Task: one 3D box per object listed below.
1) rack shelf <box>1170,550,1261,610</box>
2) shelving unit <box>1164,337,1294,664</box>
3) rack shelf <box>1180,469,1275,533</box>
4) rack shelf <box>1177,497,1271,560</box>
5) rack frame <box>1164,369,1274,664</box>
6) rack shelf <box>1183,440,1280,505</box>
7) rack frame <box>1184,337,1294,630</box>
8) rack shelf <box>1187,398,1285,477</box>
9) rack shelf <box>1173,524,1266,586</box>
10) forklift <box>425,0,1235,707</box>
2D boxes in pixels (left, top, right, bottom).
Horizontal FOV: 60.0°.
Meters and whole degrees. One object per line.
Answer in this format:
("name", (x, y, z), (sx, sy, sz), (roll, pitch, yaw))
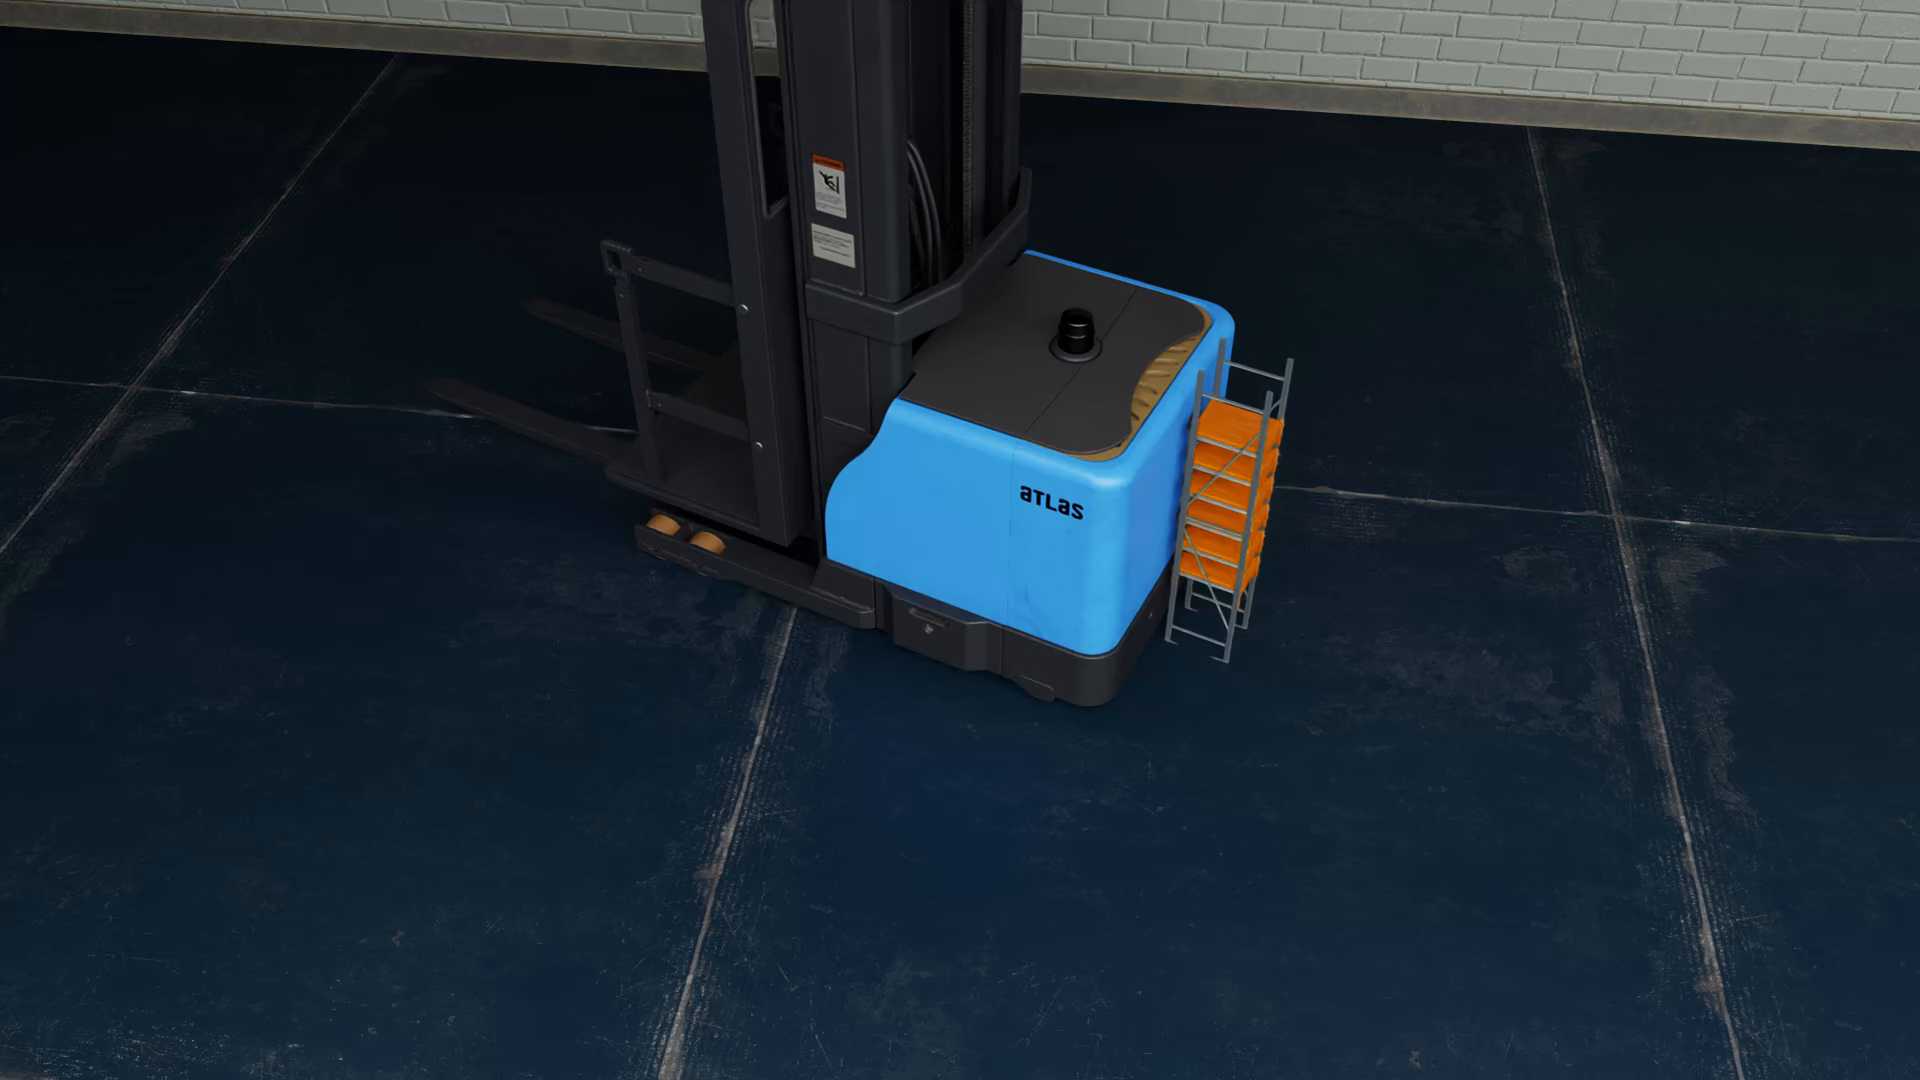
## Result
("rack shelf", (0.872, 0.107, 5.677), (0.258, 0.103, 0.180), (20, 47, 20))
("shelving unit", (0.873, -0.099, 5.482), (0.258, 1.200, 0.189), (20, 47, 20))
("rack shelf", (0.873, -0.154, 5.430), (0.258, 0.103, 0.180), (20, 47, 20))
("rack shelf", (0.872, -0.067, 5.512), (0.258, 0.103, 0.180), (20, 47, 20))
("rack frame", (0.830, -0.043, 5.423), (0.240, 1.200, 0.006), (20, 47, 20))
("rack shelf", (0.873, -0.241, 5.347), (0.258, 0.103, 0.180), (20, 47, 20))
("rack frame", (0.915, -0.155, 5.541), (0.240, 1.200, 0.006), (20, 47, 20))
("rack shelf", (0.873, -0.328, 5.265), (0.258, 0.103, 0.180), (20, 47, 20))
("rack shelf", (0.872, 0.020, 5.595), (0.258, 0.103, 0.180), (20, 47, 20))
("forklift", (-0.621, -1.231, 5.418), (3.031, 2.935, 1.130), (20, 47, 20))
